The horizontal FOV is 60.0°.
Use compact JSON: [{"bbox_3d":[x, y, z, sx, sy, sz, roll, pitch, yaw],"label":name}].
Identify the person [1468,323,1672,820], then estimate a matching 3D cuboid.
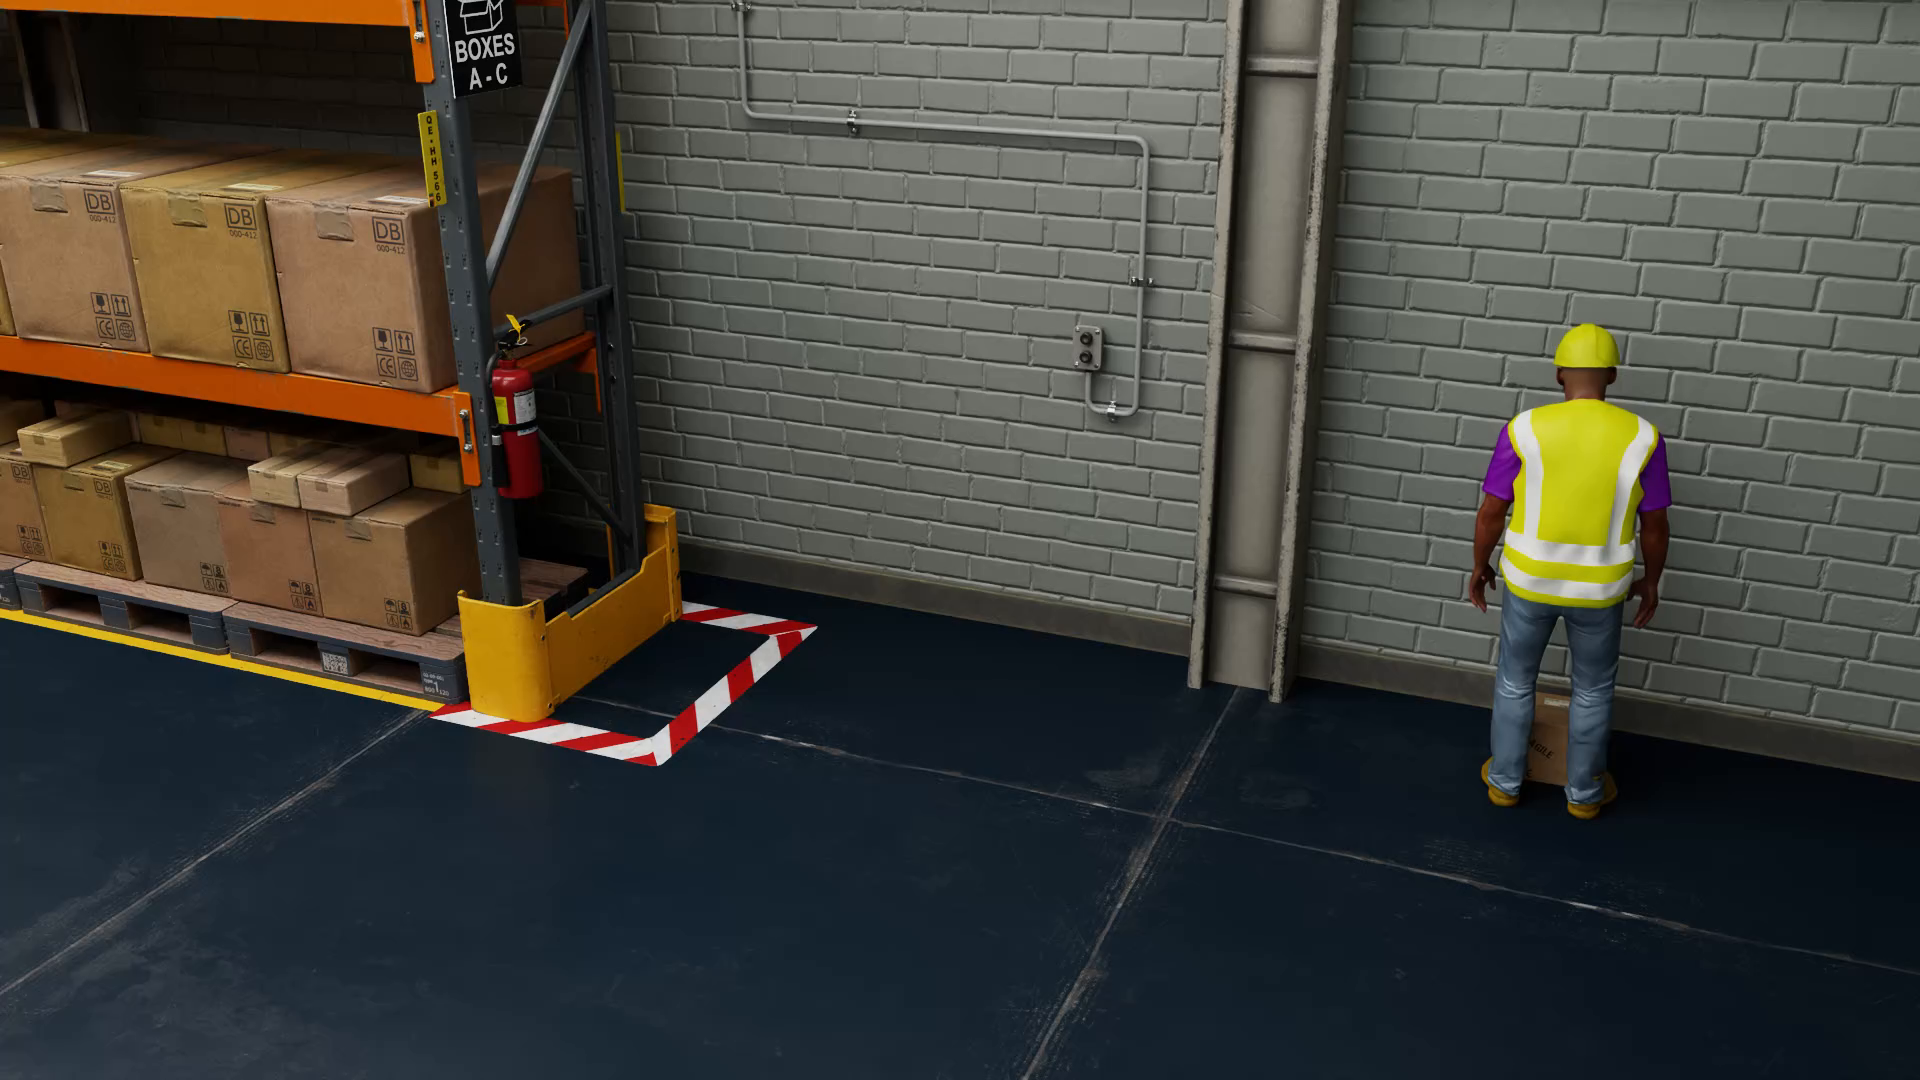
[{"bbox_3d":[2.097,0.122,5.769,0.630,1.759,0.460,7,23,17],"label":"person"}]
